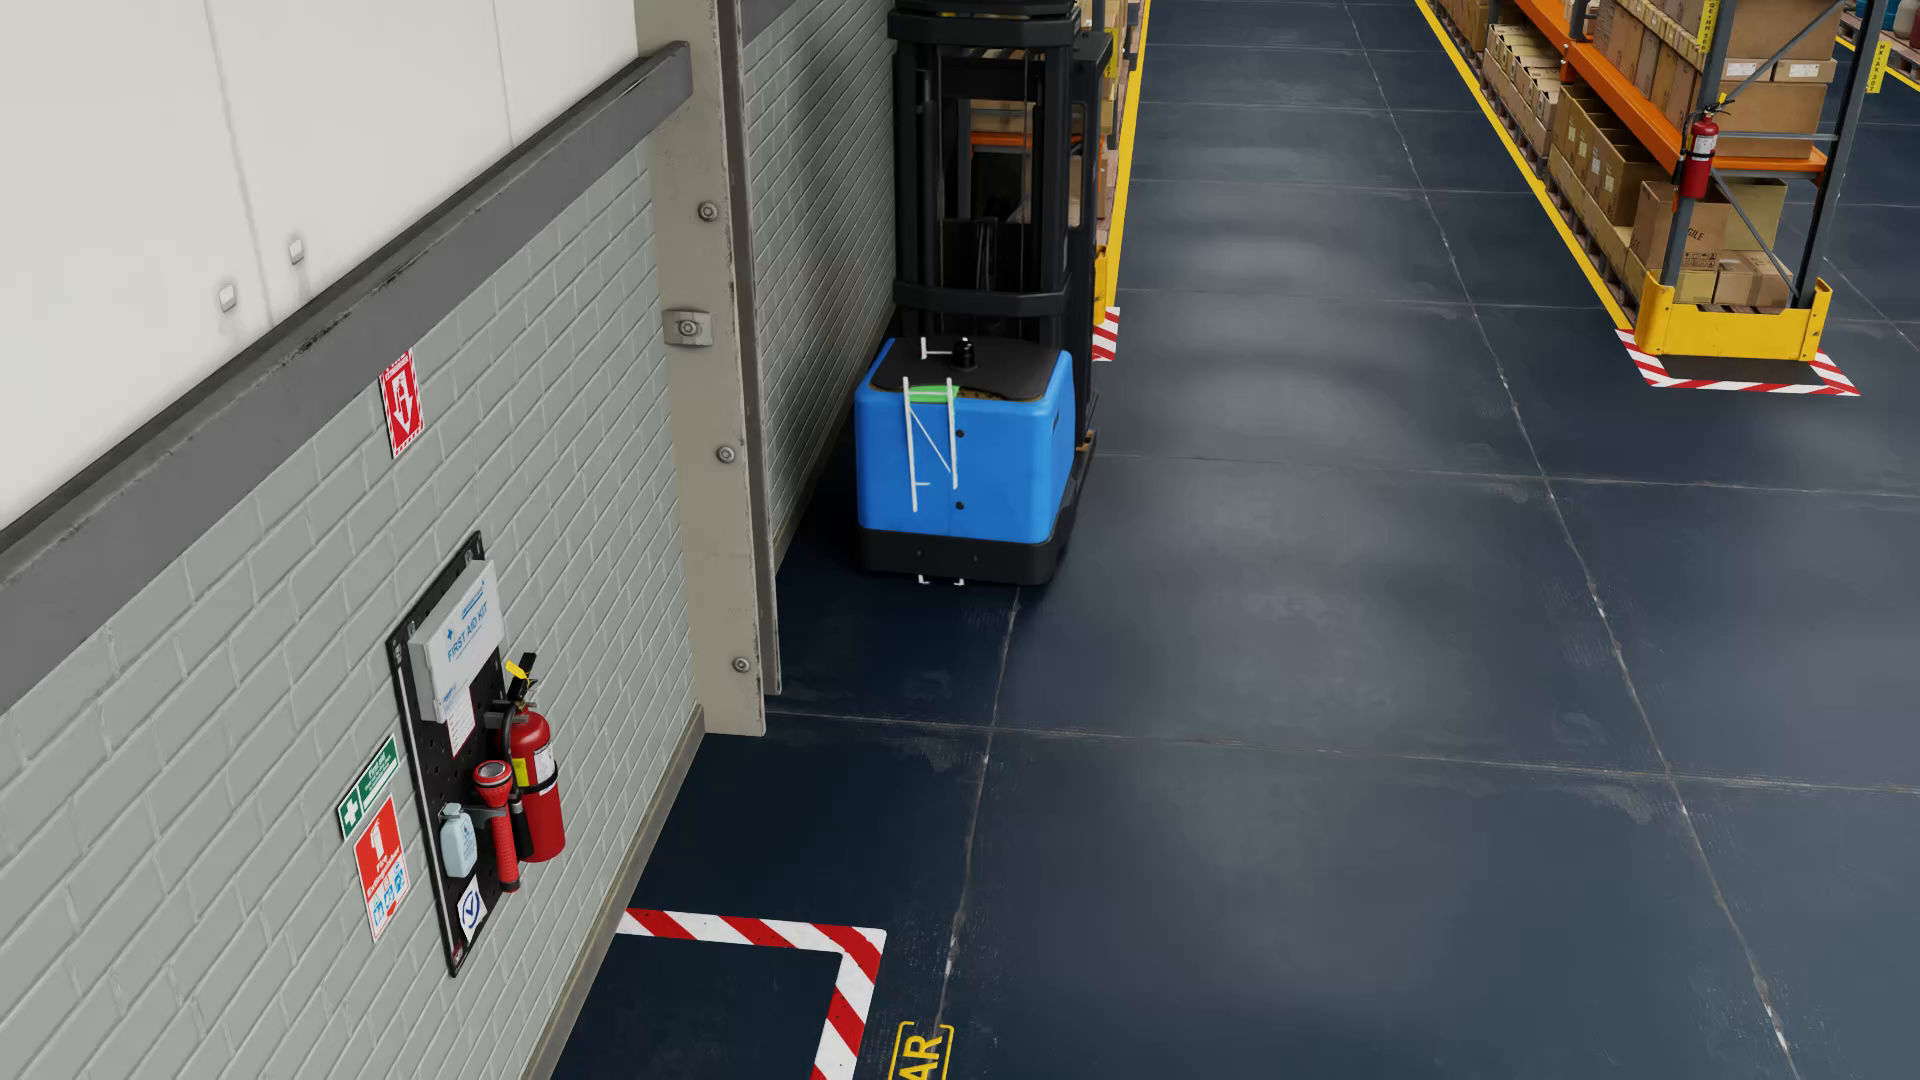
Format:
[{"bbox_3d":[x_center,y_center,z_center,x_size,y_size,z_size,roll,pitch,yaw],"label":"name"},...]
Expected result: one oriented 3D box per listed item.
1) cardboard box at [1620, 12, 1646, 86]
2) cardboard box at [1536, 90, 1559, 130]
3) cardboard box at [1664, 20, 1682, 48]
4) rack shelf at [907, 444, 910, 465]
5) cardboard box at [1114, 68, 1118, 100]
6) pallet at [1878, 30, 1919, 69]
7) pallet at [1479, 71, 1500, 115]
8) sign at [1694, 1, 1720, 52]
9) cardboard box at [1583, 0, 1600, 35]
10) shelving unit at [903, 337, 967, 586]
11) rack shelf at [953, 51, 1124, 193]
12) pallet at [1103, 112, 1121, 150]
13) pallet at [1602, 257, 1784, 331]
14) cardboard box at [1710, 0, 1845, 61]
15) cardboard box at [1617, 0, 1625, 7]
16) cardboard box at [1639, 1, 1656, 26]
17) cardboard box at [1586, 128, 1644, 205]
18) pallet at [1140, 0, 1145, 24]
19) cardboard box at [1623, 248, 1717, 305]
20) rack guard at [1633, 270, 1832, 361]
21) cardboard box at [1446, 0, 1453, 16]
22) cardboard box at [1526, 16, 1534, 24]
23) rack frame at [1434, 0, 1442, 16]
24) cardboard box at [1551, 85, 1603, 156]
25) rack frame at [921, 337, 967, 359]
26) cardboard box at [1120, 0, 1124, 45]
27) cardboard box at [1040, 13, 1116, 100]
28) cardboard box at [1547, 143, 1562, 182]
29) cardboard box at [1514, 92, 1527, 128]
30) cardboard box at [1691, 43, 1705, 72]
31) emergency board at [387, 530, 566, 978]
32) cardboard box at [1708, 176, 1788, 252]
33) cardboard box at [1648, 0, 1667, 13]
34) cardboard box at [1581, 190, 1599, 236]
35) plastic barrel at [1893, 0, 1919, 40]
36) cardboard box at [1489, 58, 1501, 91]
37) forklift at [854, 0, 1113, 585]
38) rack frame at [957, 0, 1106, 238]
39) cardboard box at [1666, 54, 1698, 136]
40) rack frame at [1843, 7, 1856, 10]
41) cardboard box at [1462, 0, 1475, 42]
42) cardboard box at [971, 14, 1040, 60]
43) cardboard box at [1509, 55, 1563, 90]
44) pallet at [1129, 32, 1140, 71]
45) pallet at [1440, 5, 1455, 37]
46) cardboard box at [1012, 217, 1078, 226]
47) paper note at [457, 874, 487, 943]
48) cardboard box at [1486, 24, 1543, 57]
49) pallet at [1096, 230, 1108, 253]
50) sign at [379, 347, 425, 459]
[{"bbox_3d":[5.717,-3.918,13.255,0.700,0.500,0.500,4,29,7],"label":"cardboard box"},{"bbox_3d":[5.653,-3.997,15.371,0.500,0.311,0.500,3,28,6],"label":"cardboard box"},{"bbox_3d":[5.383,-3.691,12.150,0.380,0.149,0.250,4,29,8],"label":"cardboard box"},{"bbox_3d":[-0.101,-0.558,8.623,0.258,0.148,0.480,2,31,10],"label":"rack shelf"},{"bbox_3d":[0.974,-3.610,12.925,0.500,0.250,0.500,3,28,5],"label":"cardboard box"},{"bbox_3d":[11.501,-5.880,19.942,1.003,0.211,1.213,3,28,6],"label":"pallet"},{"bbox_3d":[6.239,-4.838,18.008,1.003,0.211,1.213,3,28,6],"label":"pallet"},{"bbox_3d":[4.861,-3.337,10.812,0.100,0.325,0.005,3,28,6],"label":"sign"},{"bbox_3d":[5.905,-4.736,15.037,0.500,0.250,0.500,5,29,9],"label":"cardboard box"},{"bbox_3d":[-0.091,-0.407,8.712,0.258,1.200,0.503,2,31,10],"label":"shelving unit"},{"bbox_3d":[0.727,-3.596,13.521,1.077,0.370,4.000,3,28,6],"label":"rack shelf"},{"bbox_3d":[1.066,-3.993,16.440,1.003,0.211,1.213,3,28,6],"label":"pallet"},{"bbox_3d":[5.450,-1.820,12.406,1.003,0.211,1.213,3,28,6],"label":"pallet"},{"bbox_3d":[5.475,-3.544,11.193,0.700,0.500,0.500,3,29,6],"label":"cardboard box"},{"bbox_3d":[5.572,-4.419,13.501,0.380,0.149,0.250,3,28,6],"label":"cardboard box"},{"bbox_3d":[5.477,-4.053,12.821,0.380,0.149,0.250,3,28,6],"label":"cardboard box"},{"bbox_3d":[5.339,-2.966,13.259,0.500,0.500,0.500,3,28,6],"label":"cardboard box"},{"bbox_3d":[1.932,-7.025,22.067,1.003,0.211,1.213,3,28,6],"label":"pallet"},{"bbox_3d":[5.171,-1.929,12.125,0.500,0.250,0.500,3,28,6],"label":"cardboard box"},{"bbox_3d":[5.395,-1.574,11.644,1.175,0.500,0.348,3,28,6],"label":"rack guard"},{"bbox_3d":[6.513,-6.962,21.181,0.500,0.500,0.500,4,29,7],"label":"cardboard box"},{"bbox_3d":[6.718,-5.742,18.917,0.500,0.500,0.500,5,29,8],"label":"cardboard box"},{"bbox_3d":[6.869,-8.334,21.557,1.000,3.000,0.127,3,28,6],"label":"rack frame"},{"bbox_3d":[5.521,-3.673,14.570,0.500,0.500,0.500,3,28,6],"label":"cardboard box"},{"bbox_3d":[-0.052,-0.530,8.919,0.240,1.200,0.015,2,31,10],"label":"rack frame"},{"bbox_3d":[1.030,-4.170,13.174,0.500,0.500,0.500,4,29,8],"label":"cardboard box"},{"bbox_3d":[0.838,-3.452,11.841,0.500,0.500,0.500,3,28,6],"label":"cardboard box"},{"bbox_3d":[5.531,-3.342,14.747,0.500,0.250,0.500,3,28,6],"label":"cardboard box"},{"bbox_3d":[5.778,-4.233,16.402,0.500,0.250,0.500,4,29,7],"label":"cardboard box"},{"bbox_3d":[5.287,-3.329,11.477,0.380,0.149,0.250,4,29,7],"label":"cardboard box"},{"bbox_3d":[-1.367,0.634,4.910,0.194,1.169,0.643,3,28,6],"label":"emergency board"},{"bbox_3d":[5.744,-2.465,12.328,0.500,0.500,0.500,3,28,6],"label":"cardboard box"},{"bbox_3d":[5.656,-4.265,12.531,0.700,0.500,0.500,3,28,6],"label":"cardboard box"},{"bbox_3d":[5.343,-2.636,13.437,0.500,0.250,0.500,3,28,6],"label":"cardboard box"},{"bbox_3d":[11.456,-6.285,19.934,0.421,0.512,0.421,0,28,0],"label":"plastic barrel"},{"bbox_3d":[5.962,-4.959,17.749,0.500,0.250,0.500,3,28,5],"label":"cardboard box"},{"bbox_3d":[0.232,-1.734,9.379,1.130,2.935,3.031,5,29,10],"label":"forklift"},{"bbox_3d":[0.481,-2.971,11.603,1.000,3.000,0.127,3,28,6],"label":"rack frame"},{"bbox_3d":[5.528,-3.196,11.914,0.700,0.500,0.500,4,29,8],"label":"cardboard box"},{"bbox_3d":[11.784,-8.044,21.019,1.000,3.000,0.127,3,28,6],"label":"rack frame"},{"bbox_3d":[6.324,-6.242,19.845,0.500,0.500,0.500,2,28,4],"label":"cardboard box"},{"bbox_3d":[0.328,-3.479,11.891,0.500,0.500,0.500,3,28,6],"label":"cardboard box"},{"bbox_3d":[5.840,-4.713,16.701,0.500,0.311,0.500,3,28,6],"label":"cardboard box"},{"bbox_3d":[1.633,-5.876,19.935,1.003,0.211,1.213,3,28,6],"label":"pallet"},{"bbox_3d":[6.806,-6.721,21.503,1.003,0.211,1.213,3,28,6],"label":"pallet"},{"bbox_3d":[0.656,-2.302,12.731,0.500,0.311,0.500,0,28,0],"label":"cardboard box"},{"bbox_3d":[-1.457,1.101,4.972,0.016,0.148,0.142,3,28,6],"label":"paper note"},{"bbox_3d":[6.023,-5.443,18.055,0.500,0.311,0.500,4,29,8],"label":"cardboard box"},{"bbox_3d":[0.625,-2.160,13.037,1.003,0.211,1.213,3,28,6],"label":"pallet"},{"bbox_3d":[-1.467,-0.388,4.364,0.001,0.298,0.199,3,28,6],"label":"sign"}]
